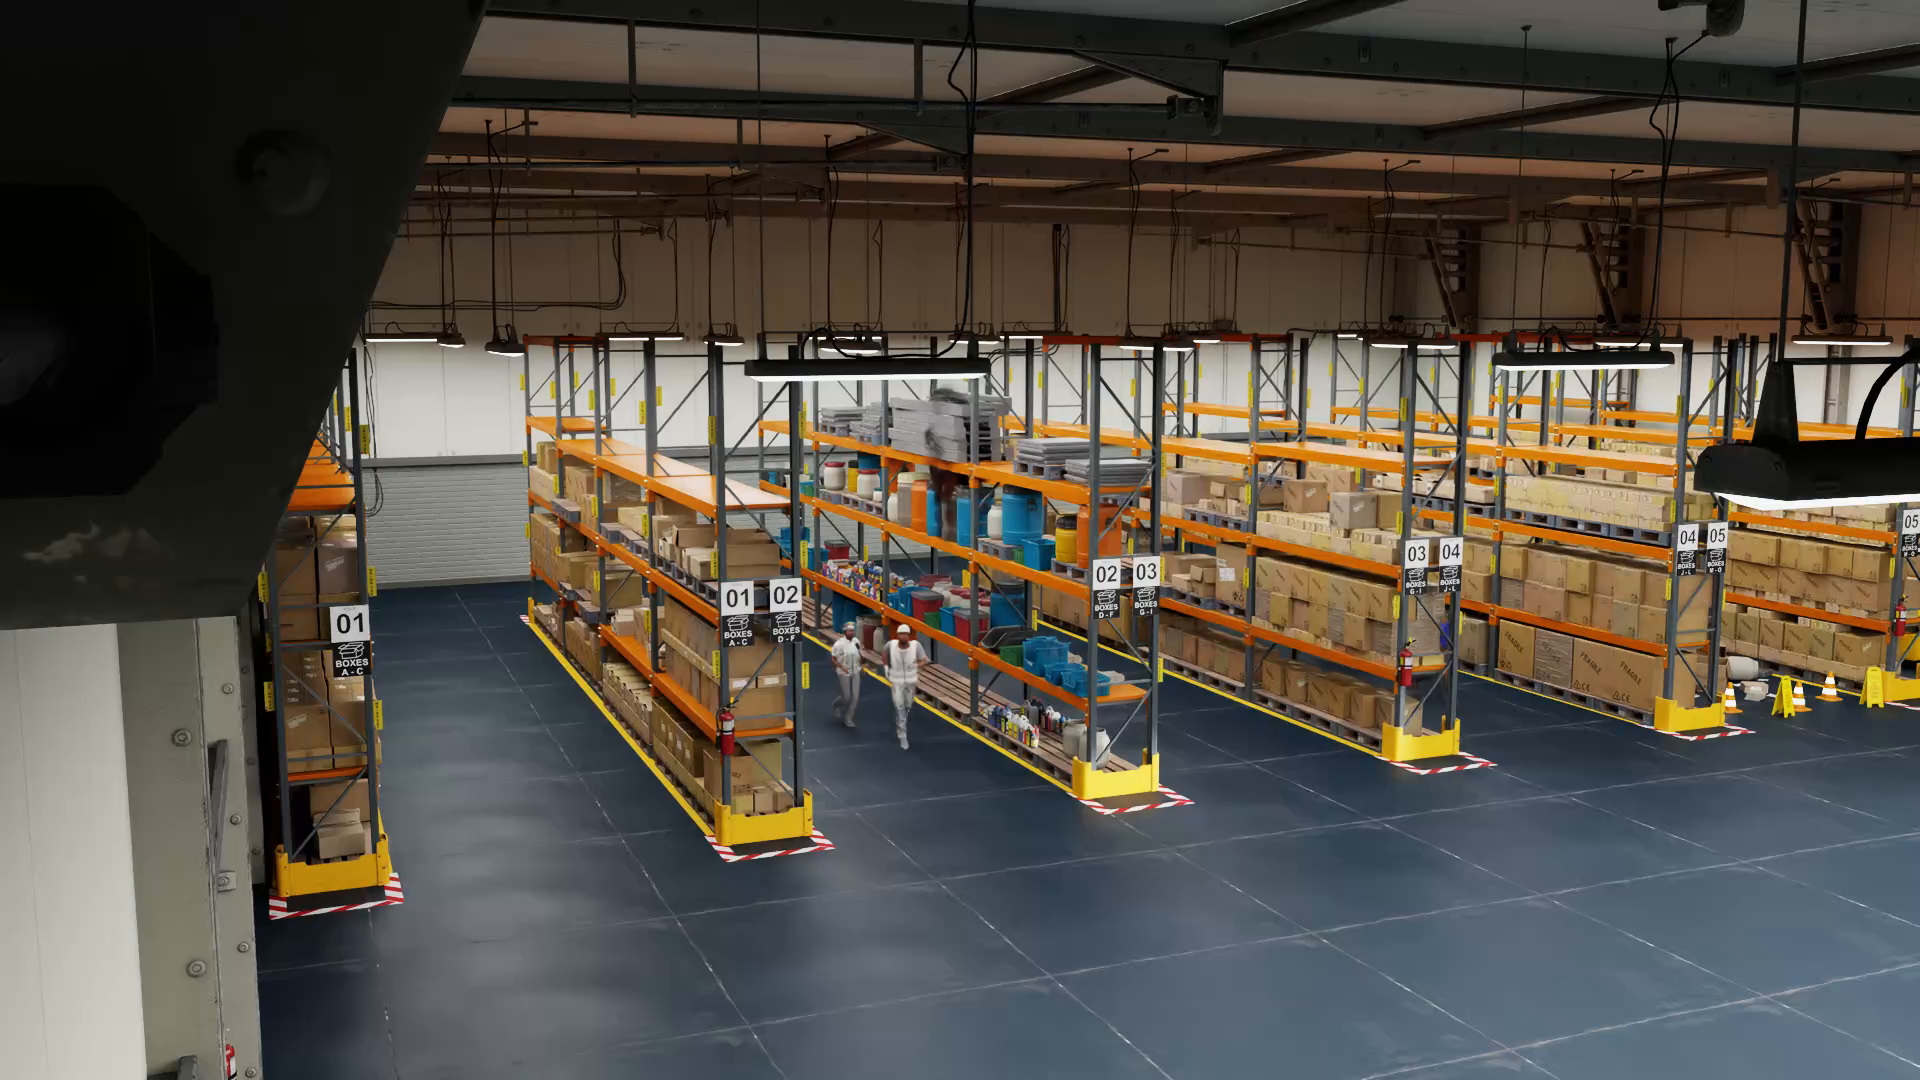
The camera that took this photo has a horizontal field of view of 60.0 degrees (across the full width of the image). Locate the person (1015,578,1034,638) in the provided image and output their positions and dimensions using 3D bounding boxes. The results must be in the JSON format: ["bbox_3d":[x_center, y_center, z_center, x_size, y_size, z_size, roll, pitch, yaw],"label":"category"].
[{"bbox_3d":[1.112,1.498,30.412,0.564,1.623,0.552,-4,9,-28],"label":"person"}]

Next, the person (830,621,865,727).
[{"bbox_3d":[-1.749,2.071,25.946,0.562,1.650,0.589,-5,9,-31],"label":"person"}]

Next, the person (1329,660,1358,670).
[{"bbox_3d":[7.031,1.491,30.153,0.674,1.682,0.782,-5,9,-31],"label":"person"}]

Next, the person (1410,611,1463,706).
[{"bbox_3d":[7.908,1.906,27.627,0.956,1.615,0.601,7,10,41],"label":"person"}]

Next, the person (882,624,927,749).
[{"bbox_3d":[-0.831,2.154,24.990,0.632,1.840,1.006,-2,8,-13],"label":"person"}]
